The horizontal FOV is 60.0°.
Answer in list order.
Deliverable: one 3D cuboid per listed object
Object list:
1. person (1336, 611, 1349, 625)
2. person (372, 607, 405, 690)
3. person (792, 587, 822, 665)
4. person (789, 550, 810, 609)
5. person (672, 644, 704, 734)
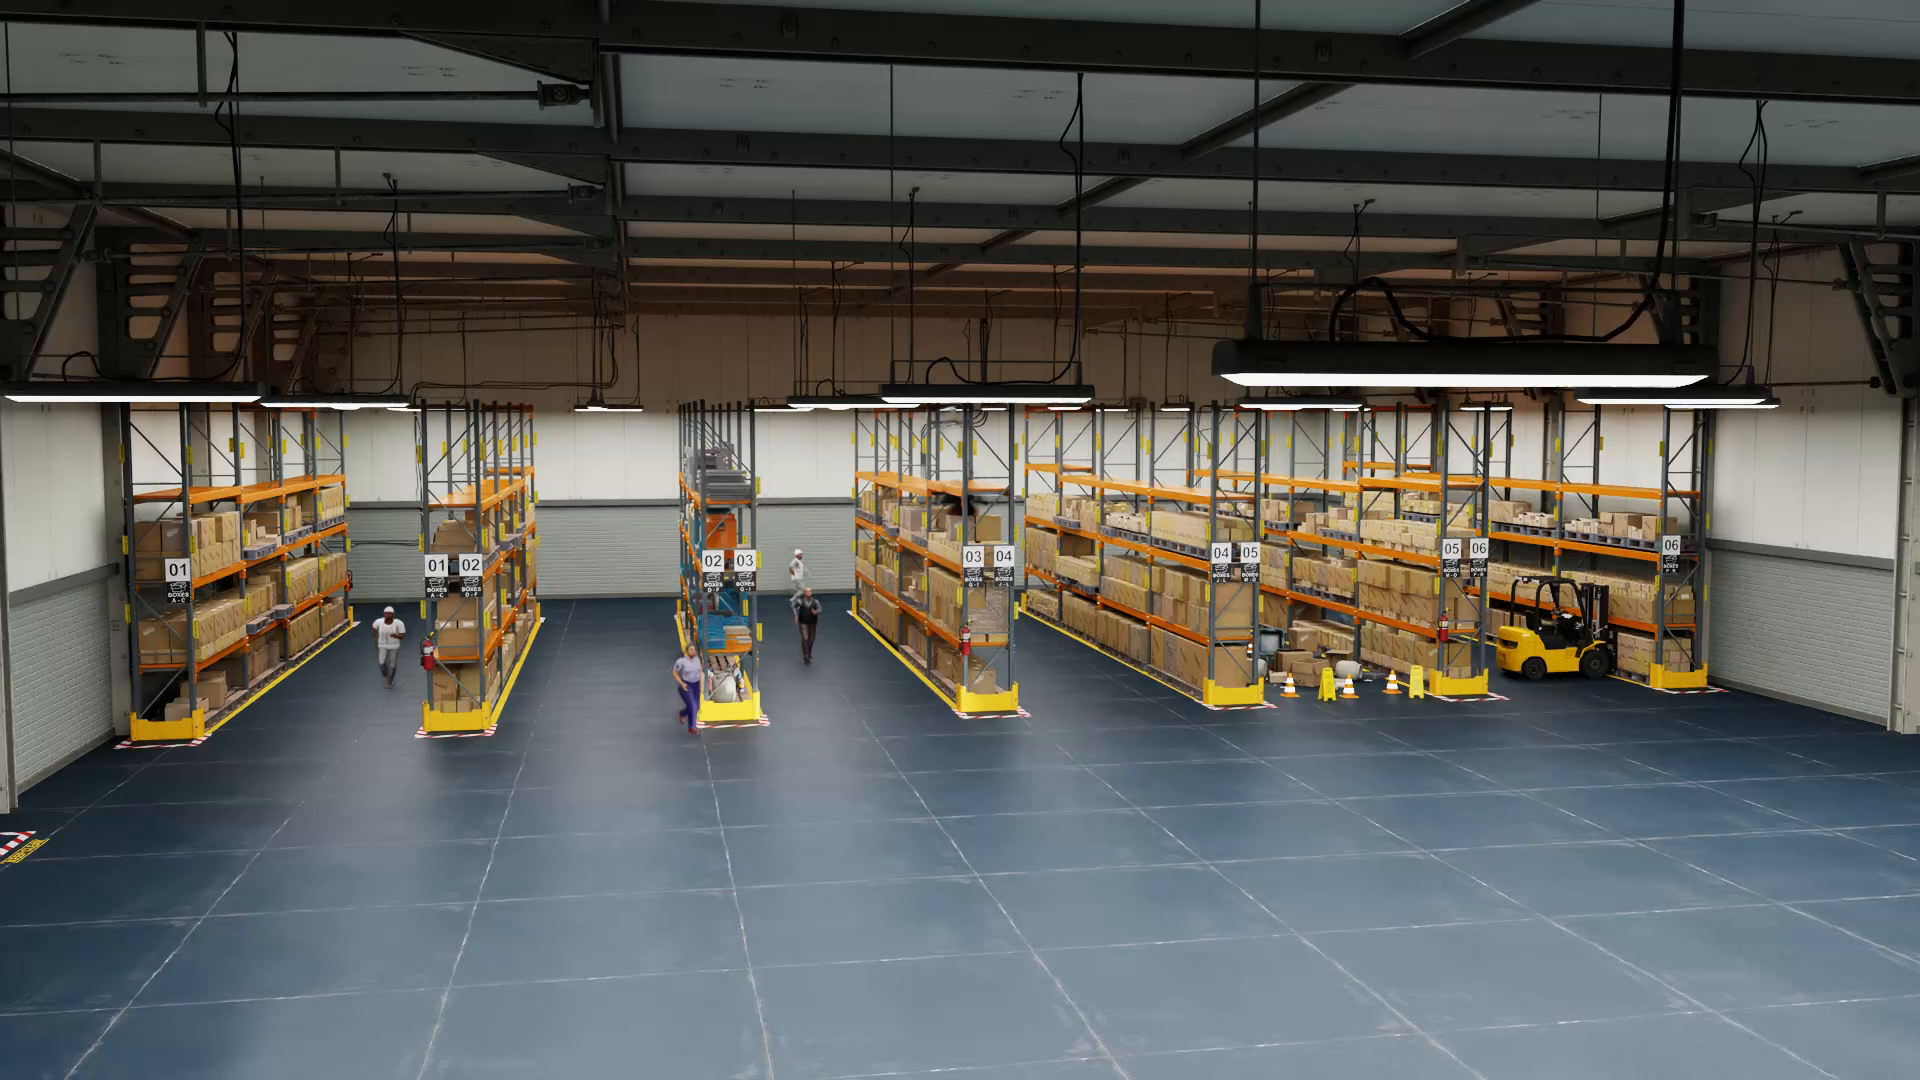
[{"bbox_3d":[9.971,1.586,43.293,0.699,1.769,0.927,-1,4,-11],"label":"person"},{"bbox_3d":[-11.871,2.242,34.564,0.677,1.735,0.767,-1,4,-14],"label":"person"},{"bbox_3d":[-3.493,1.952,38.222,0.645,1.732,0.906,-1,5,-18],"label":"person"},{"bbox_3d":[-4.712,1.150,48.999,0.594,1.745,0.662,0,4,-1],"label":"person"},{"bbox_3d":[-4.923,2.665,30.038,0.717,1.616,0.603,4,6,43],"label":"person"}]
